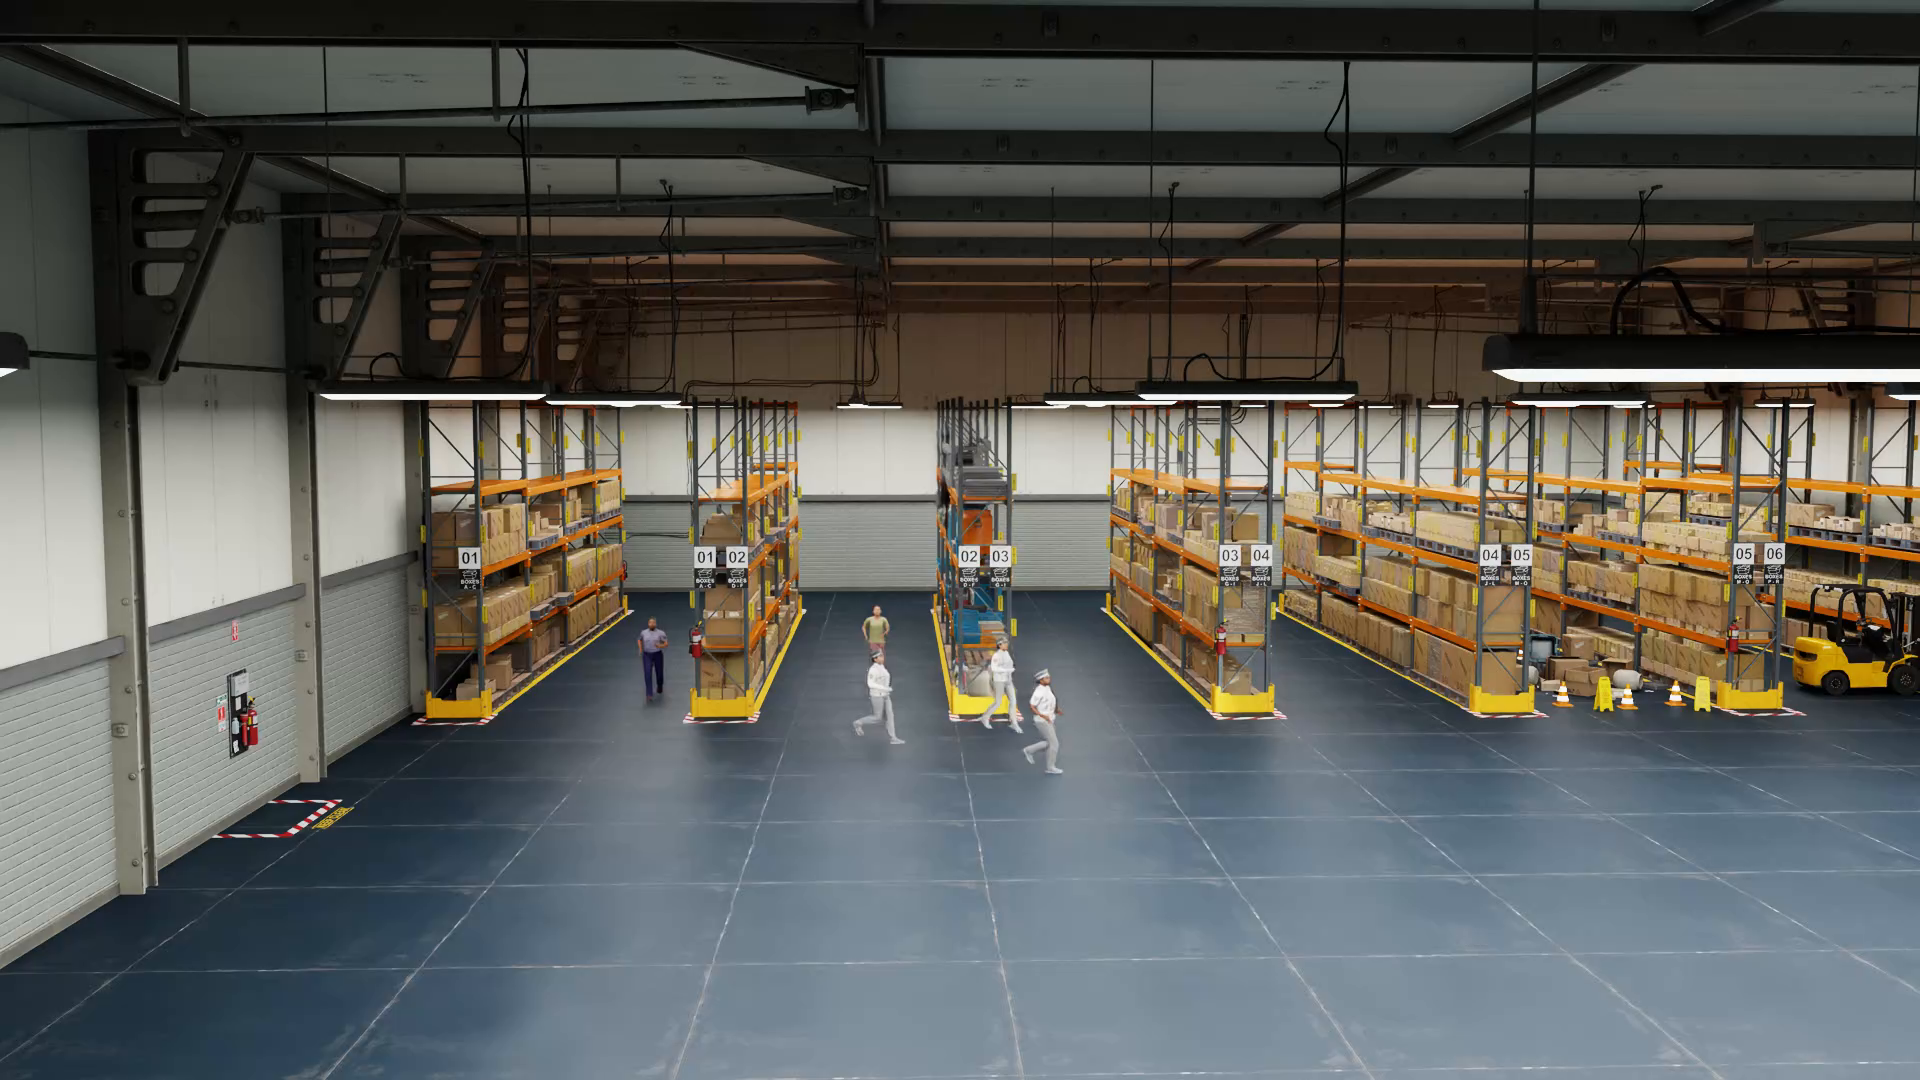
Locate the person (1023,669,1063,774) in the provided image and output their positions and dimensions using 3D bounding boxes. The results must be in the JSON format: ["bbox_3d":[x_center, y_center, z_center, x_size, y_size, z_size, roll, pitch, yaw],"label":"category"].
[{"bbox_3d":[1.301,2.861,26.348,0.700,1.650,0.581,2,5,22],"label":"person"}]

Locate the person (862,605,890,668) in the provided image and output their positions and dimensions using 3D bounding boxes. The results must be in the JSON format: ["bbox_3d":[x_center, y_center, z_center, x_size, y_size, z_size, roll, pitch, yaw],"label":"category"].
[{"bbox_3d":[-1.760,2.188,35.266,0.580,1.617,0.533,-1,4,-10],"label":"person"}]

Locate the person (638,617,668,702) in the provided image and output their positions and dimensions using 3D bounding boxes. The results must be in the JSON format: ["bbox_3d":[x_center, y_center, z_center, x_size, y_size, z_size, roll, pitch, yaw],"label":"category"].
[{"bbox_3d":[-6.105,2.344,33.048,0.614,1.624,0.918,-1,4,-7],"label":"person"}]

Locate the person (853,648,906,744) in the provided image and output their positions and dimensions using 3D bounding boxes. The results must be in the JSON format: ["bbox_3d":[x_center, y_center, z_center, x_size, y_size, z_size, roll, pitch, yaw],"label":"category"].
[{"bbox_3d":[-1.367,2.680,28.572,0.949,1.652,0.630,2,5,23],"label":"person"}]

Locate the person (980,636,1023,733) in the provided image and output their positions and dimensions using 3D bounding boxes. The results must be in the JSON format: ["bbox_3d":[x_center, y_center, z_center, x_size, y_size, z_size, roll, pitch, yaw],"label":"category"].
[{"bbox_3d":[0.751,2.571,29.752,0.810,1.729,0.616,3,5,35],"label":"person"}]
